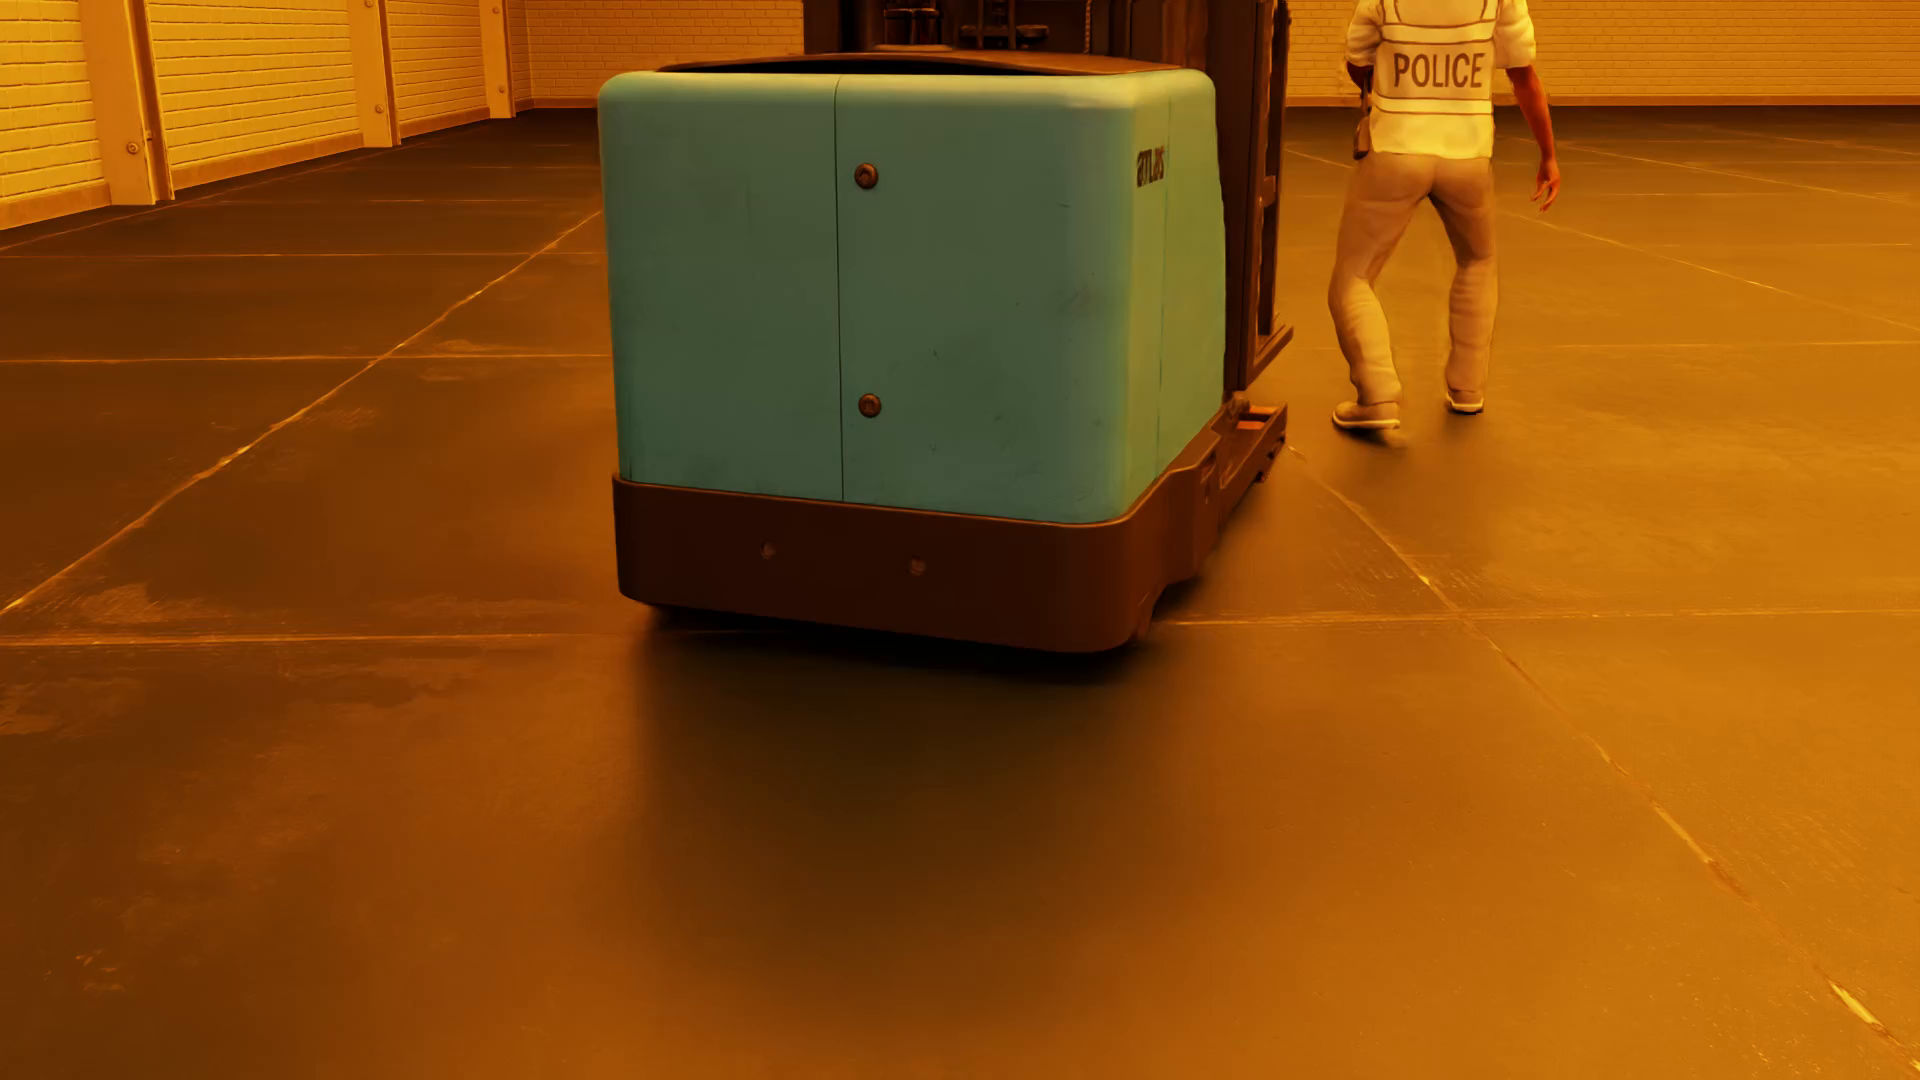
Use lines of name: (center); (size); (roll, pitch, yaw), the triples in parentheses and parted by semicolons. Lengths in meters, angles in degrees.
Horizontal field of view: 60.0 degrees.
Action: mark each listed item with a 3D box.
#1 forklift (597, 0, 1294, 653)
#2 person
forklift: (0.274, -1.588, 4.098); (1.130, 2.935, 3.031); (6, 18, 18)
person: (1.443, -1.137, 4.956); (0.663, 1.567, 0.791); (-1, 17, -2)
